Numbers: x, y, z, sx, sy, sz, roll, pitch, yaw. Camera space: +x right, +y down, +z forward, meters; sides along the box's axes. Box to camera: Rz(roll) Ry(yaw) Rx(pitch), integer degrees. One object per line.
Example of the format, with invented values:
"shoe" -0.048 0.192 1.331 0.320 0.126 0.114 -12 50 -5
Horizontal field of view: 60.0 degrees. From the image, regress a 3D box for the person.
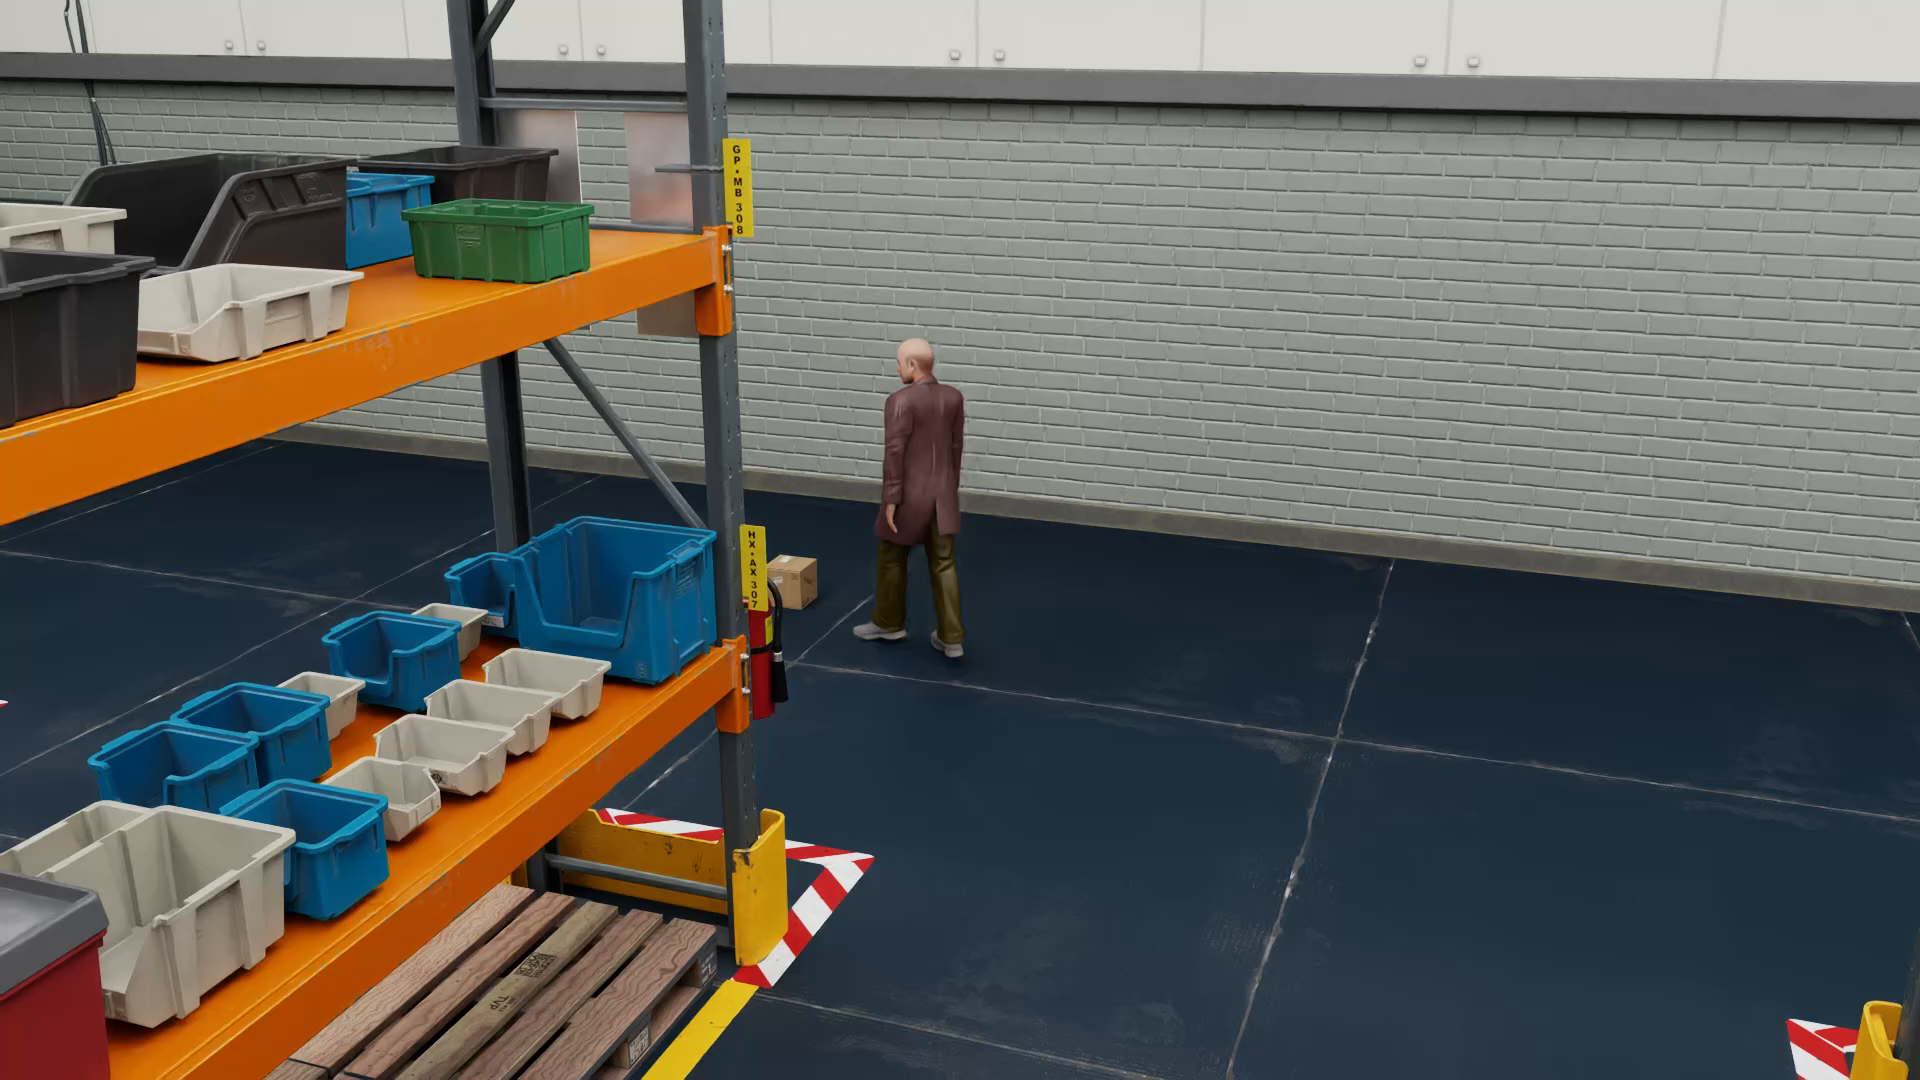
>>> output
"person" -0.227 -0.233 9.275 0.599 1.791 0.801 -12 22 -31
